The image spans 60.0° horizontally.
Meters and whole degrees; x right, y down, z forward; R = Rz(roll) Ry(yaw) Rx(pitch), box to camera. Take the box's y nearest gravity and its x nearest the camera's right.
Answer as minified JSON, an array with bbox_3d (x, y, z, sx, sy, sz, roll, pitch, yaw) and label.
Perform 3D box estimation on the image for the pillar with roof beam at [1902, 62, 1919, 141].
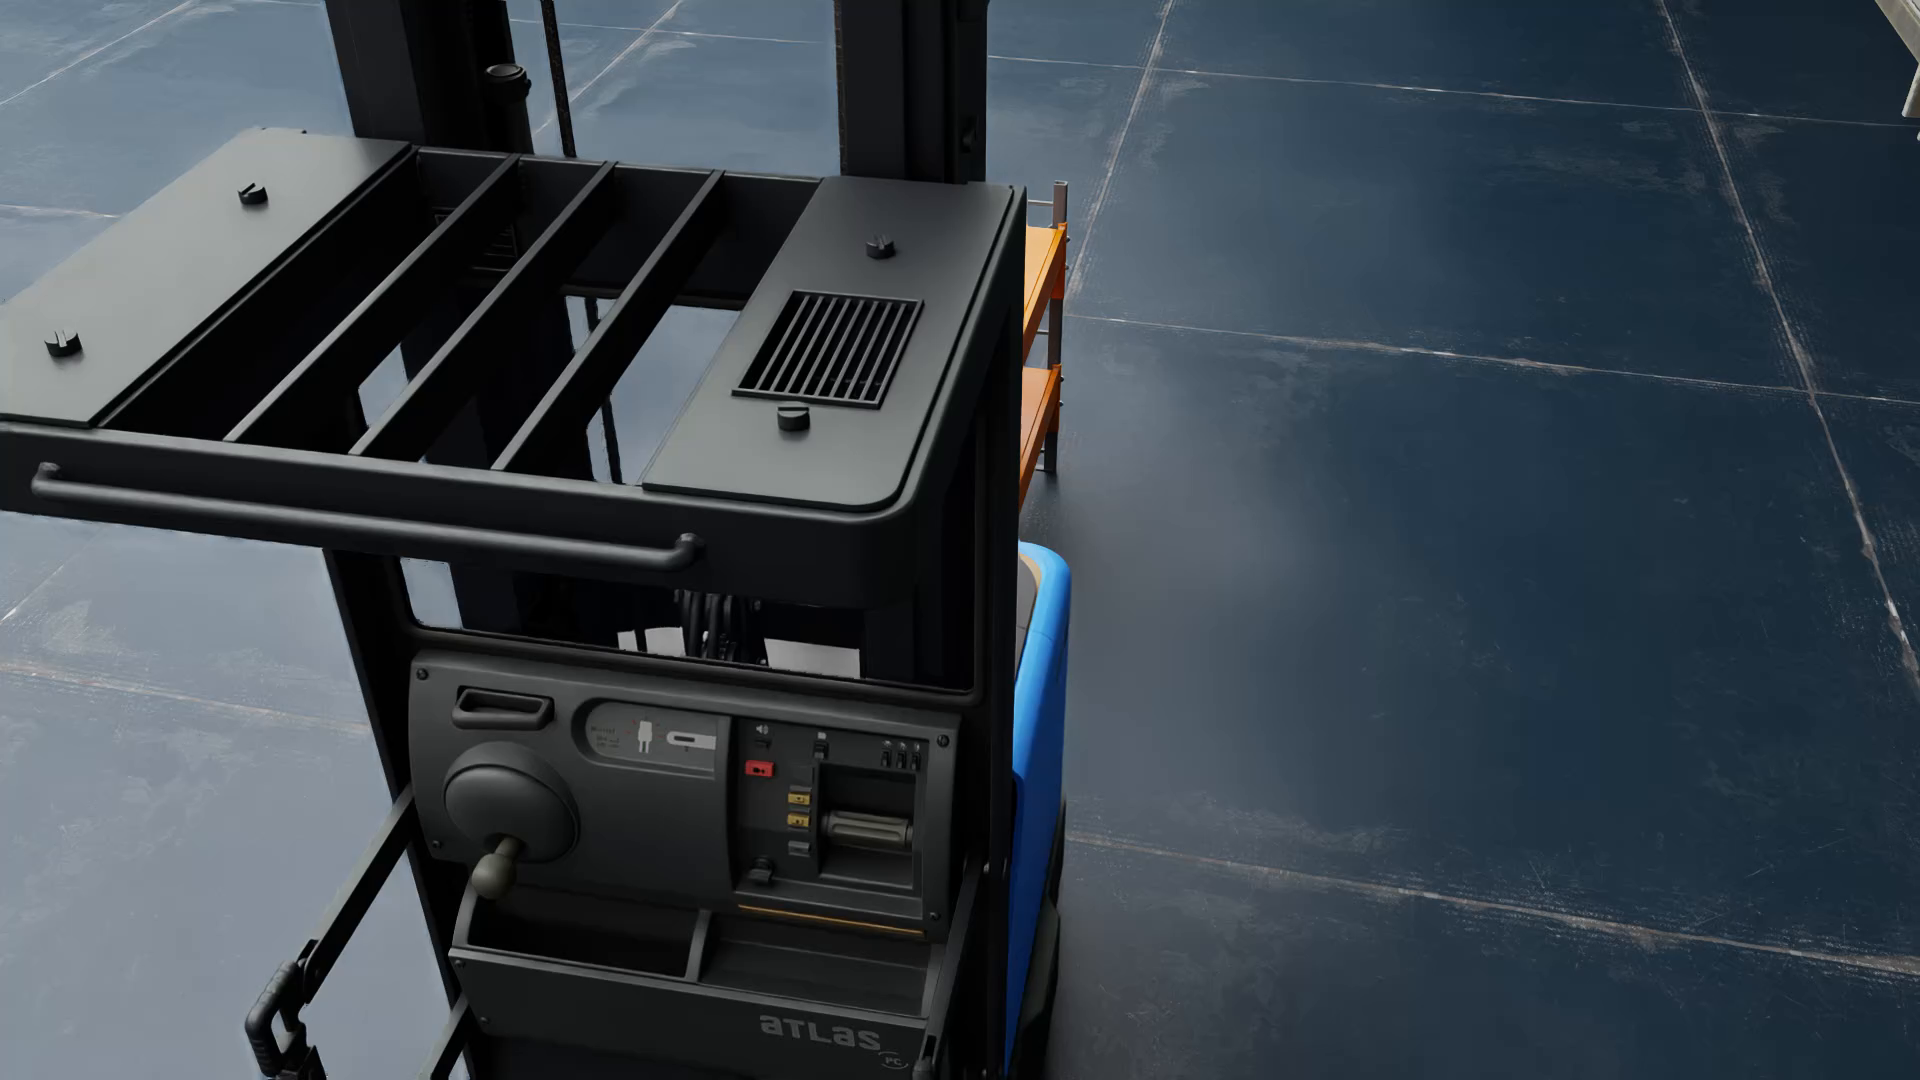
[{"bbox_3d":[0.947,-6.339,6.828,9.100,9.000,0.400,7,37,10],"label":"pillar with roof beam"}]

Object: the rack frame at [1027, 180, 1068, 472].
[{"bbox_3d":[0.107,-0.743,5.817,0.500,1.125,0.032,7,37,10],"label":"rack frame"}]

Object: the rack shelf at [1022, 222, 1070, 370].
[{"bbox_3d":[-0.001,-0.689,5.243,0.538,0.278,1.000,7,37,10],"label":"rack shelf"}]

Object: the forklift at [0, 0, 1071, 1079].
[{"bbox_3d":[-0.501,0.493,2.573,1.130,2.935,3.031,6,36,9],"label":"forklift"}]

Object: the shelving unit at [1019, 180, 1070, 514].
[{"bbox_3d":[-0.001,-0.452,5.415,0.538,1.125,1.048,7,37,10],"label":"shelving unit"}]

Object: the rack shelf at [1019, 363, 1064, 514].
[{"bbox_3d":[-0.001,-0.254,5.558,0.538,0.278,1.000,7,37,10],"label":"rack shelf"}]
